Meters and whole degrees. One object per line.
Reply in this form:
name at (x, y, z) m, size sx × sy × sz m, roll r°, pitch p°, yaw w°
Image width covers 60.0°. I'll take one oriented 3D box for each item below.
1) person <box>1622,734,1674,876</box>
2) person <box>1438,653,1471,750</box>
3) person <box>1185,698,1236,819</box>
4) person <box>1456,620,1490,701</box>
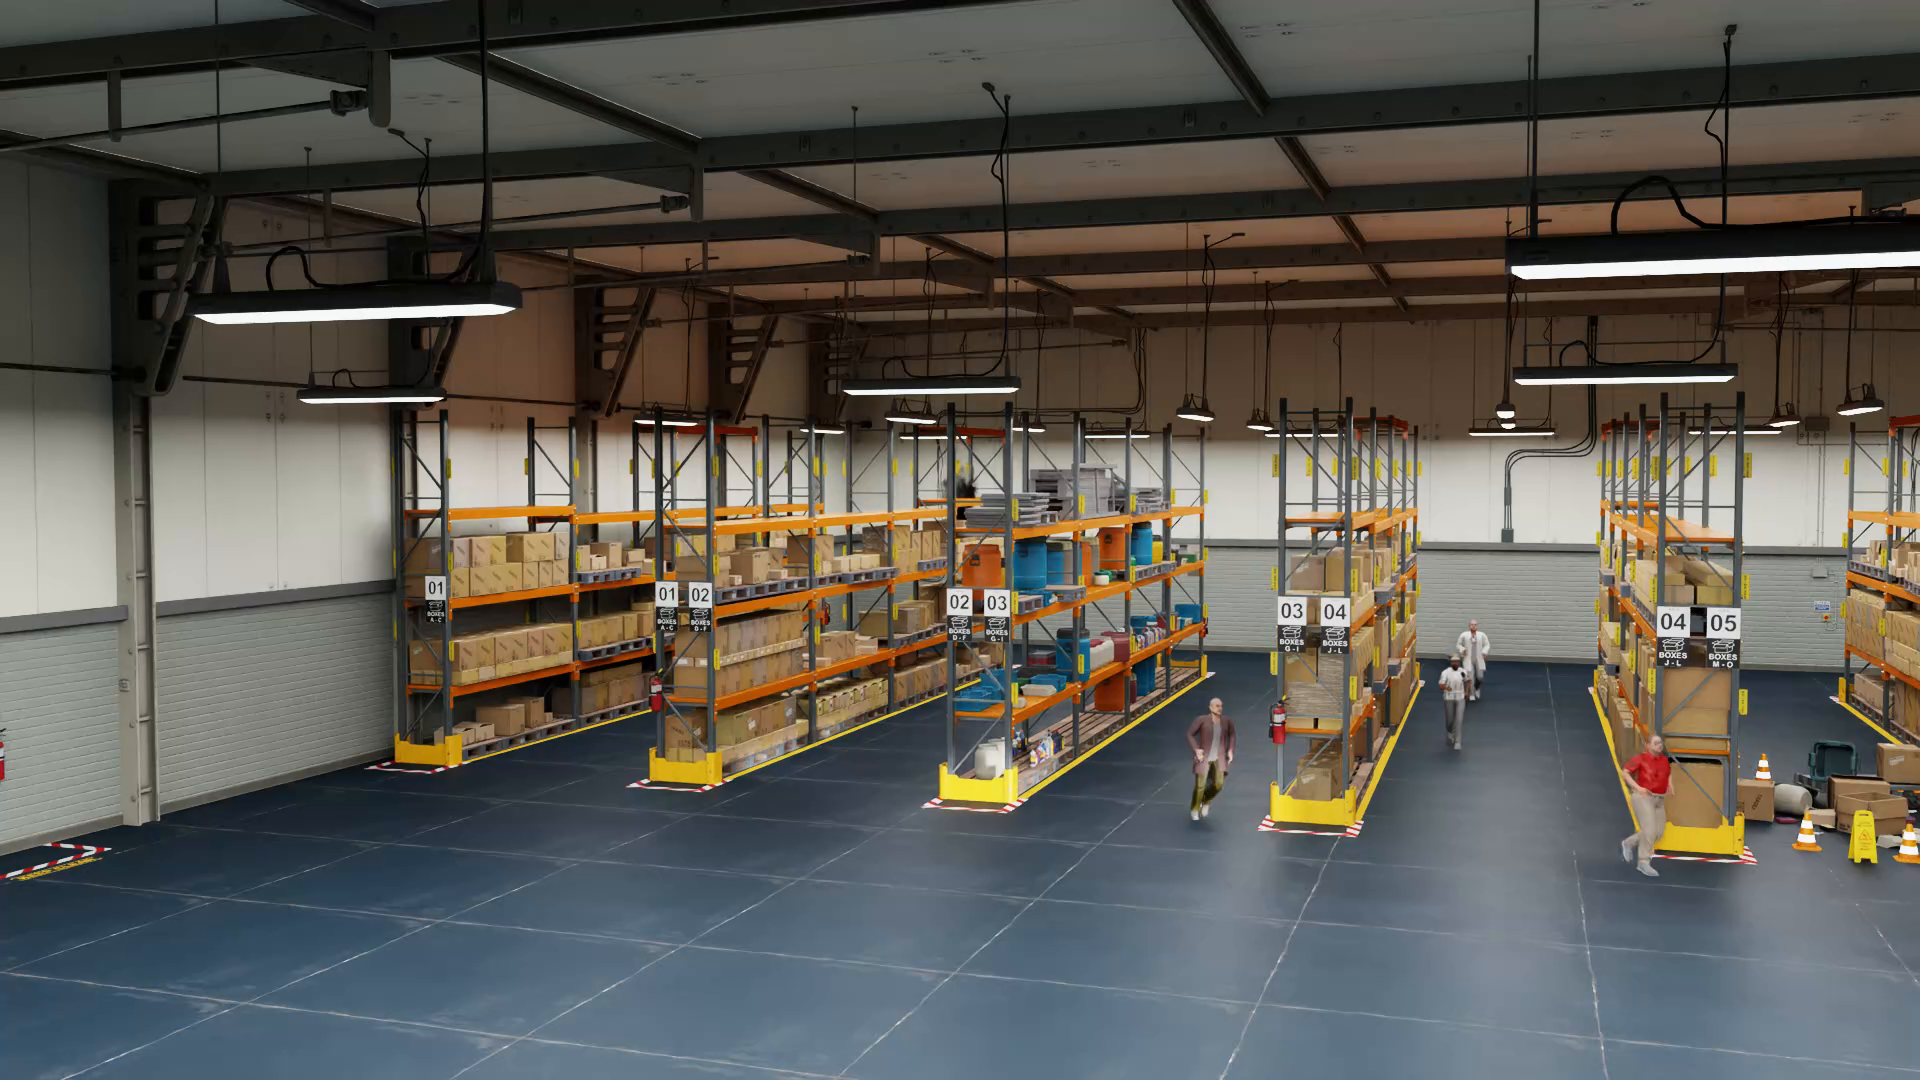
person at (8.603, 3.281, 20.786) m, size 0.741 × 1.701 × 0.691 m, roll -1°, pitch 3°, yaw -24°
person at (8.837, 2.851, 29.689) m, size 0.583 × 1.673 × 0.957 m, roll 1°, pitch 3°, yaw 12°
person at (3.610, 3.126, 23.750) m, size 0.776 × 1.723 × 0.582 m, roll 0°, pitch 2°, yaw -5°
person at (11.053, 2.638, 35.798) m, size 0.703 × 1.645 × 0.654 m, roll 0°, pitch 2°, yaw 11°
